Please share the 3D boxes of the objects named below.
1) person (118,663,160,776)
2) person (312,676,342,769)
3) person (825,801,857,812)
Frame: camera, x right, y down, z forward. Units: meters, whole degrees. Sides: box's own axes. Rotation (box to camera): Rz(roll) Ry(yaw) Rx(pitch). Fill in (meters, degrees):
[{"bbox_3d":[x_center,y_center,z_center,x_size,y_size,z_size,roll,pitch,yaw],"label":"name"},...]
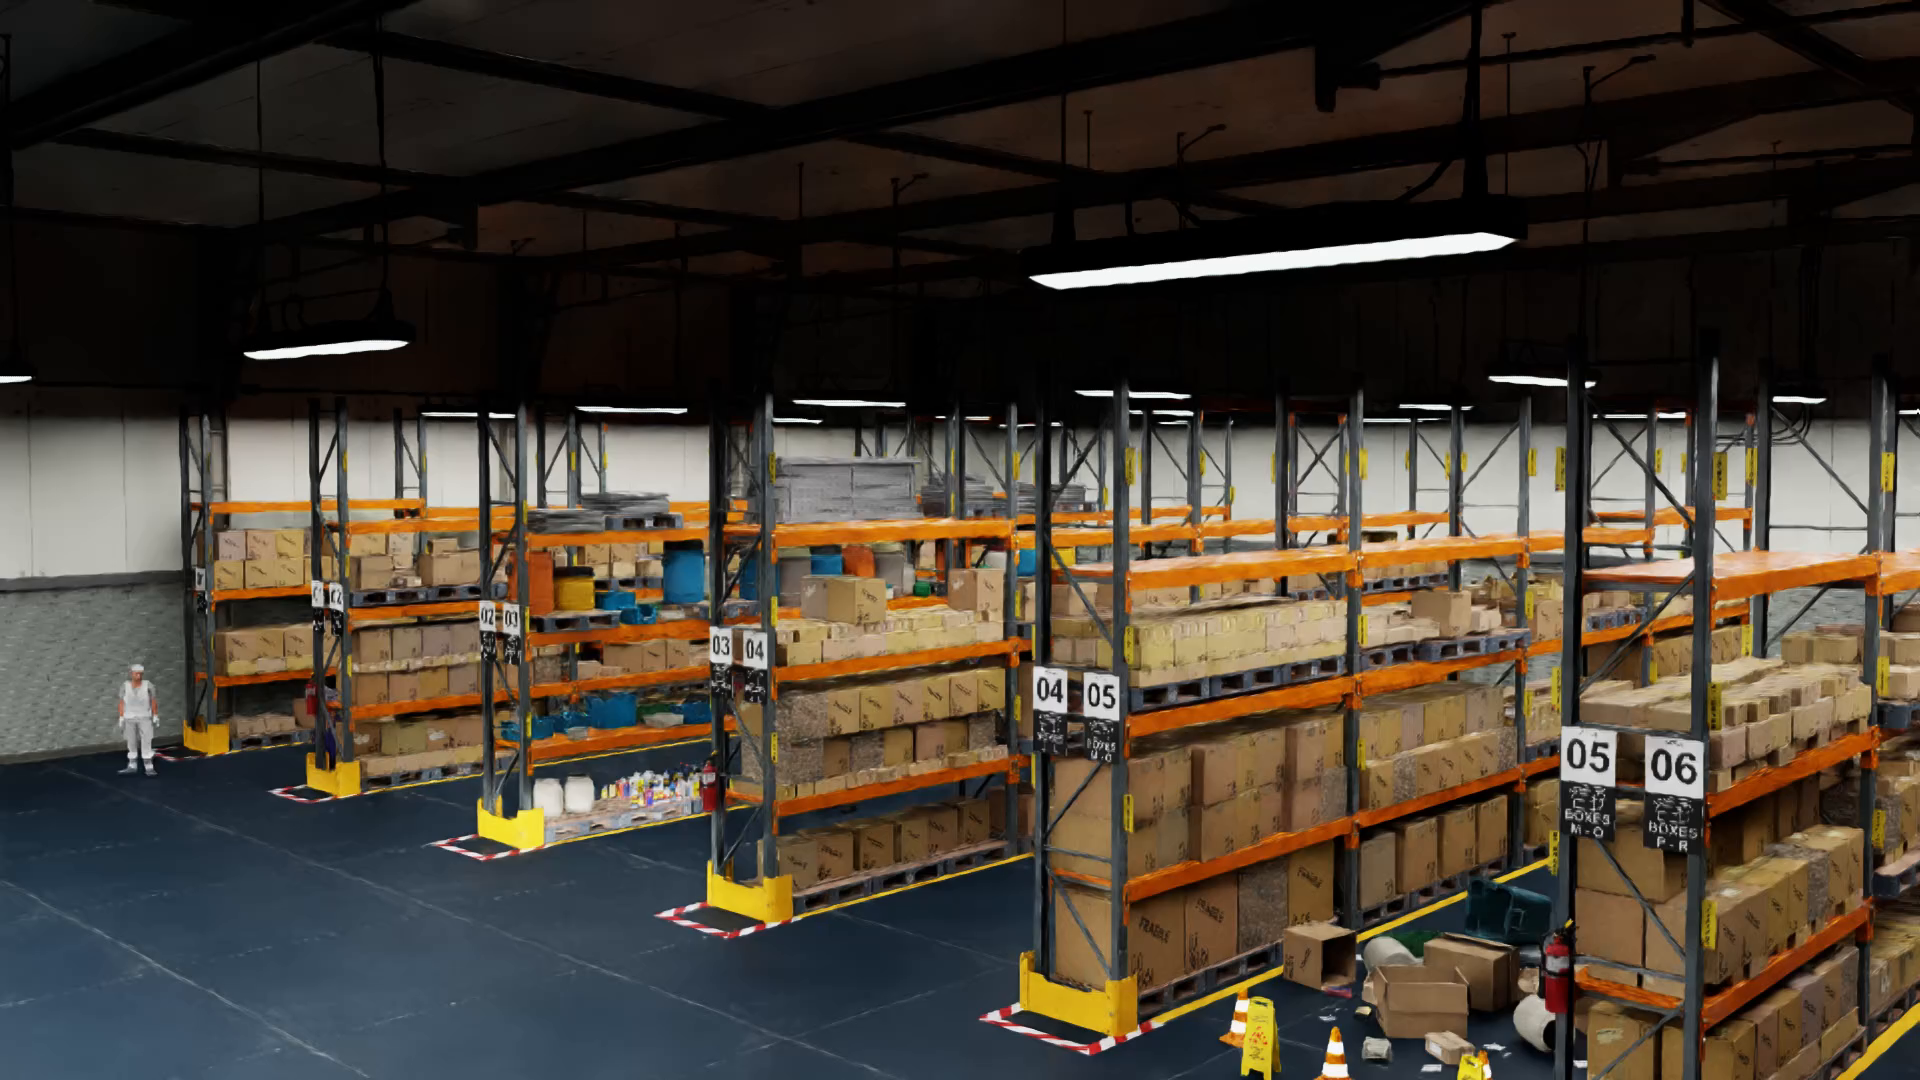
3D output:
[{"bbox_3d":[-13.159,2.867,26.607,0.632,1.789,0.485,-1,3,-18],"label":"person"},{"bbox_3d":[-10.278,2.951,27.035,0.625,1.596,0.517,3,4,41],"label":"person"},{"bbox_3d":[-1.757,3.076,23.897,0.677,1.674,0.534,3,4,41],"label":"person"}]
